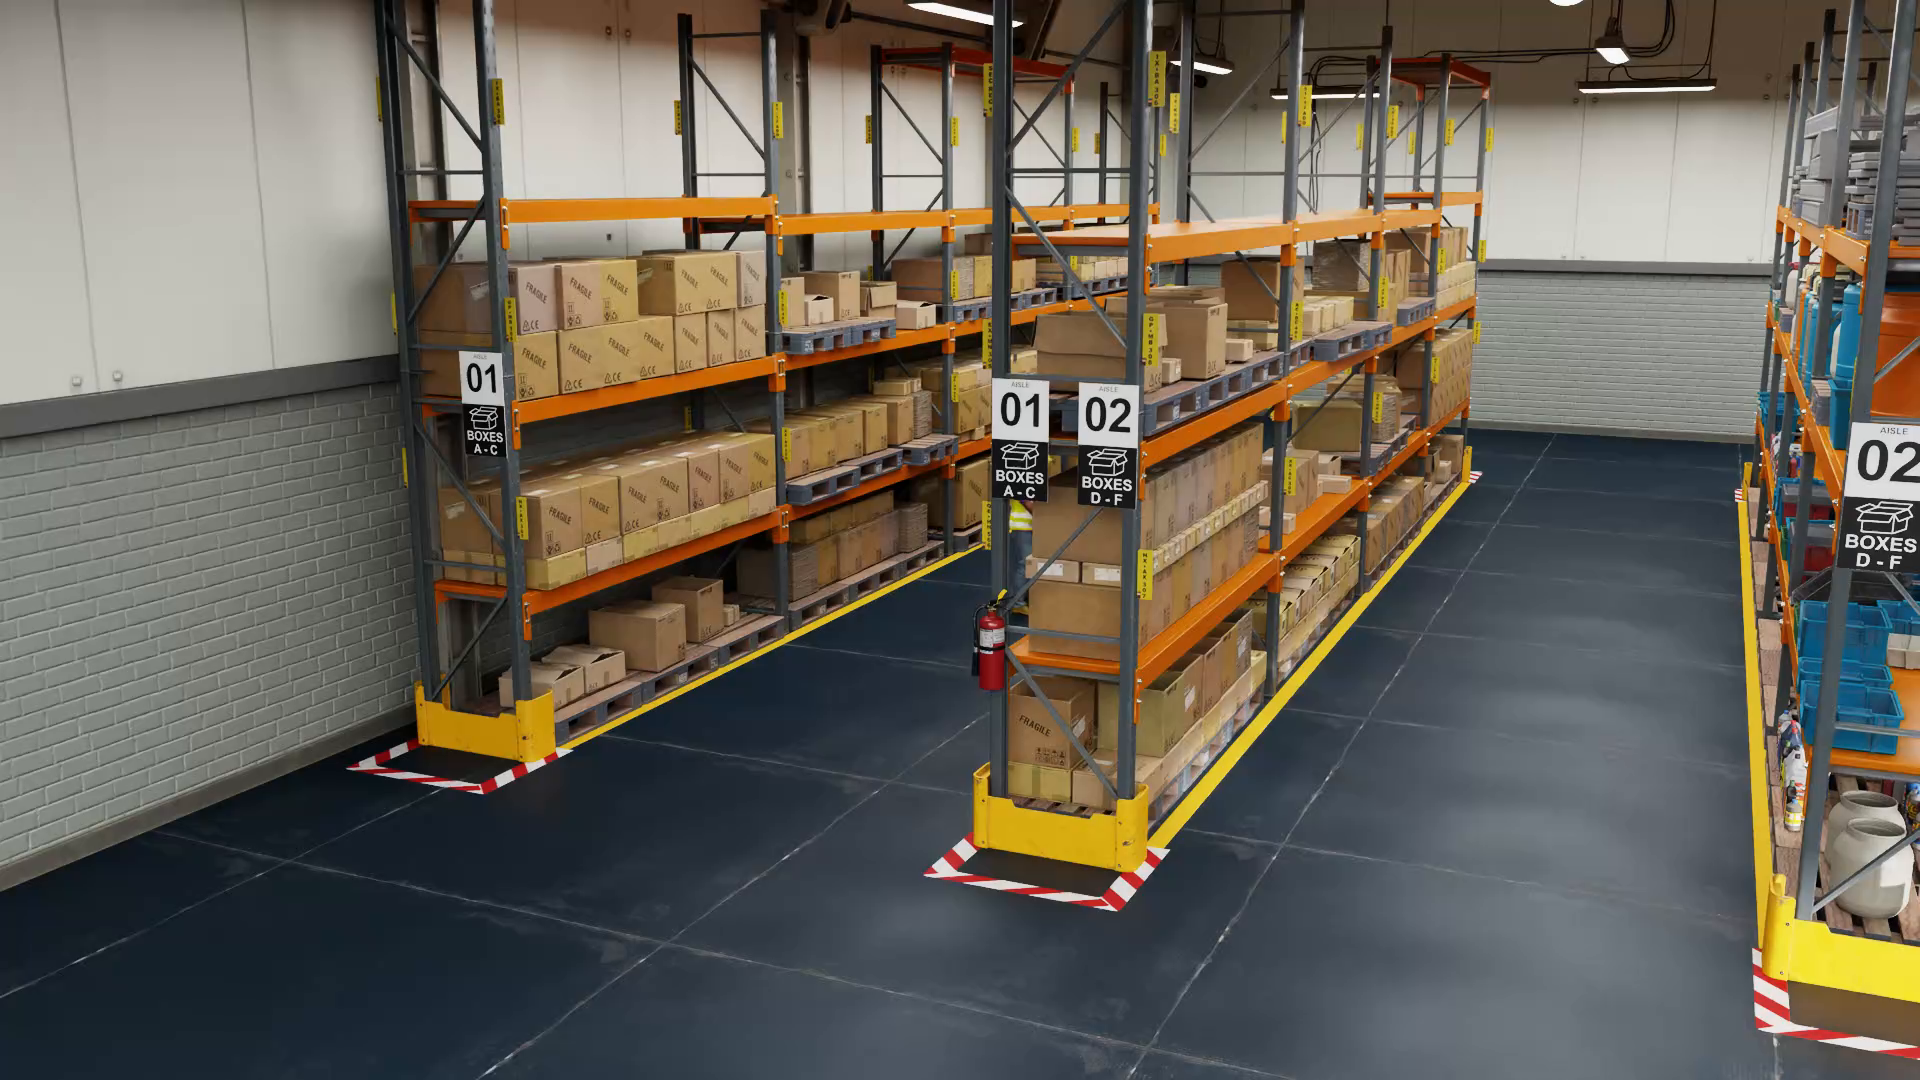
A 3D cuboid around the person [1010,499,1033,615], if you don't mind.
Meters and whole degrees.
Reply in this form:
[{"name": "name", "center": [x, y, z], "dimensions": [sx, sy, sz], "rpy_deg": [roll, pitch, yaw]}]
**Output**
[{"name": "person", "center": [0.795, -0.105, 17.410], "dimensions": [0.587, 1.760, 0.503], "rpy_deg": [6, 13, 24]}]
